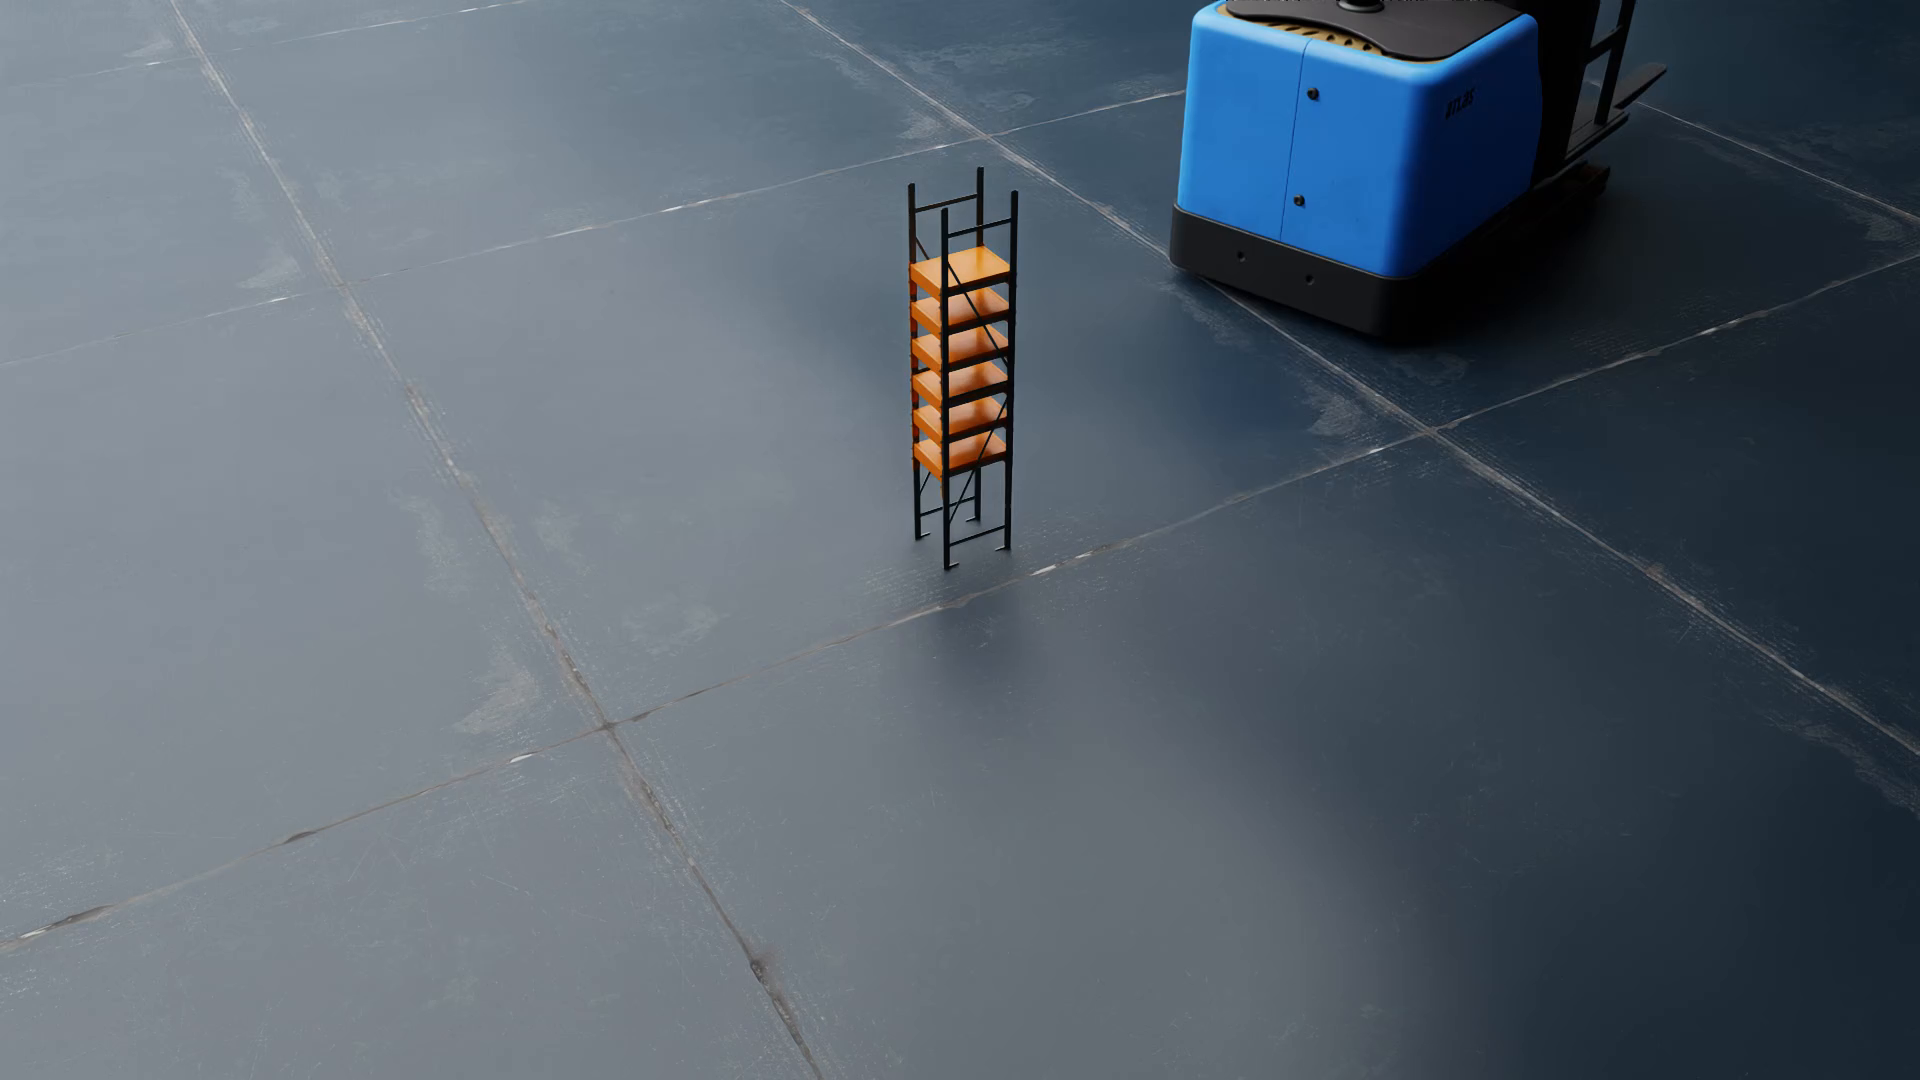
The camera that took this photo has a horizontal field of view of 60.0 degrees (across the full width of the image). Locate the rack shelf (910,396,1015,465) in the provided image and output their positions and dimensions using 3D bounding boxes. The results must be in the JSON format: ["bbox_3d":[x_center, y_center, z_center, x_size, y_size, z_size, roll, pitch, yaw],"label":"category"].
[{"bbox_3d":[0.007,-0.344,4.983,0.258,0.103,0.180,-19,40,-24],"label":"rack shelf"}]

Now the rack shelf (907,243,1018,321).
[{"bbox_3d":[0.007,-0.732,4.700,0.258,0.103,0.180,-19,40,-24],"label":"rack shelf"}]

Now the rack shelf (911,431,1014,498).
[{"bbox_3d":[0.007,-0.247,5.054,0.258,0.103,0.180,-19,40,-24],"label":"rack shelf"}]

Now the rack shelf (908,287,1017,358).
[{"bbox_3d":[0.007,-0.635,4.771,0.258,0.103,0.180,-19,40,-24],"label":"rack shelf"}]

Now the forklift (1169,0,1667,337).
[{"bbox_3d":[2.172,-2.731,6.504,1.130,2.935,3.031,26,44,31],"label":"forklift"}]

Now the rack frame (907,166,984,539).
[{"bbox_3d":[-0.039,-0.524,4.950,0.240,1.200,0.006,-19,40,-24],"label":"rack frame"}]

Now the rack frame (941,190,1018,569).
[{"bbox_3d":[0.053,-0.430,4.822,0.240,1.200,0.006,-19,40,-24],"label":"rack frame"}]

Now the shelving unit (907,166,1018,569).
[{"bbox_3d":[0.007,-0.477,4.886,0.258,1.200,0.189,-19,40,-24],"label":"shelving unit"}]

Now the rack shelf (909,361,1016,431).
[{"bbox_3d":[0.007,-0.441,4.912,0.258,0.103,0.180,-19,40,-24],"label":"rack shelf"}]

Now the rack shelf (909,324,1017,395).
[{"bbox_3d":[0.007,-0.538,4.841,0.258,0.103,0.180,-19,40,-24],"label":"rack shelf"}]
